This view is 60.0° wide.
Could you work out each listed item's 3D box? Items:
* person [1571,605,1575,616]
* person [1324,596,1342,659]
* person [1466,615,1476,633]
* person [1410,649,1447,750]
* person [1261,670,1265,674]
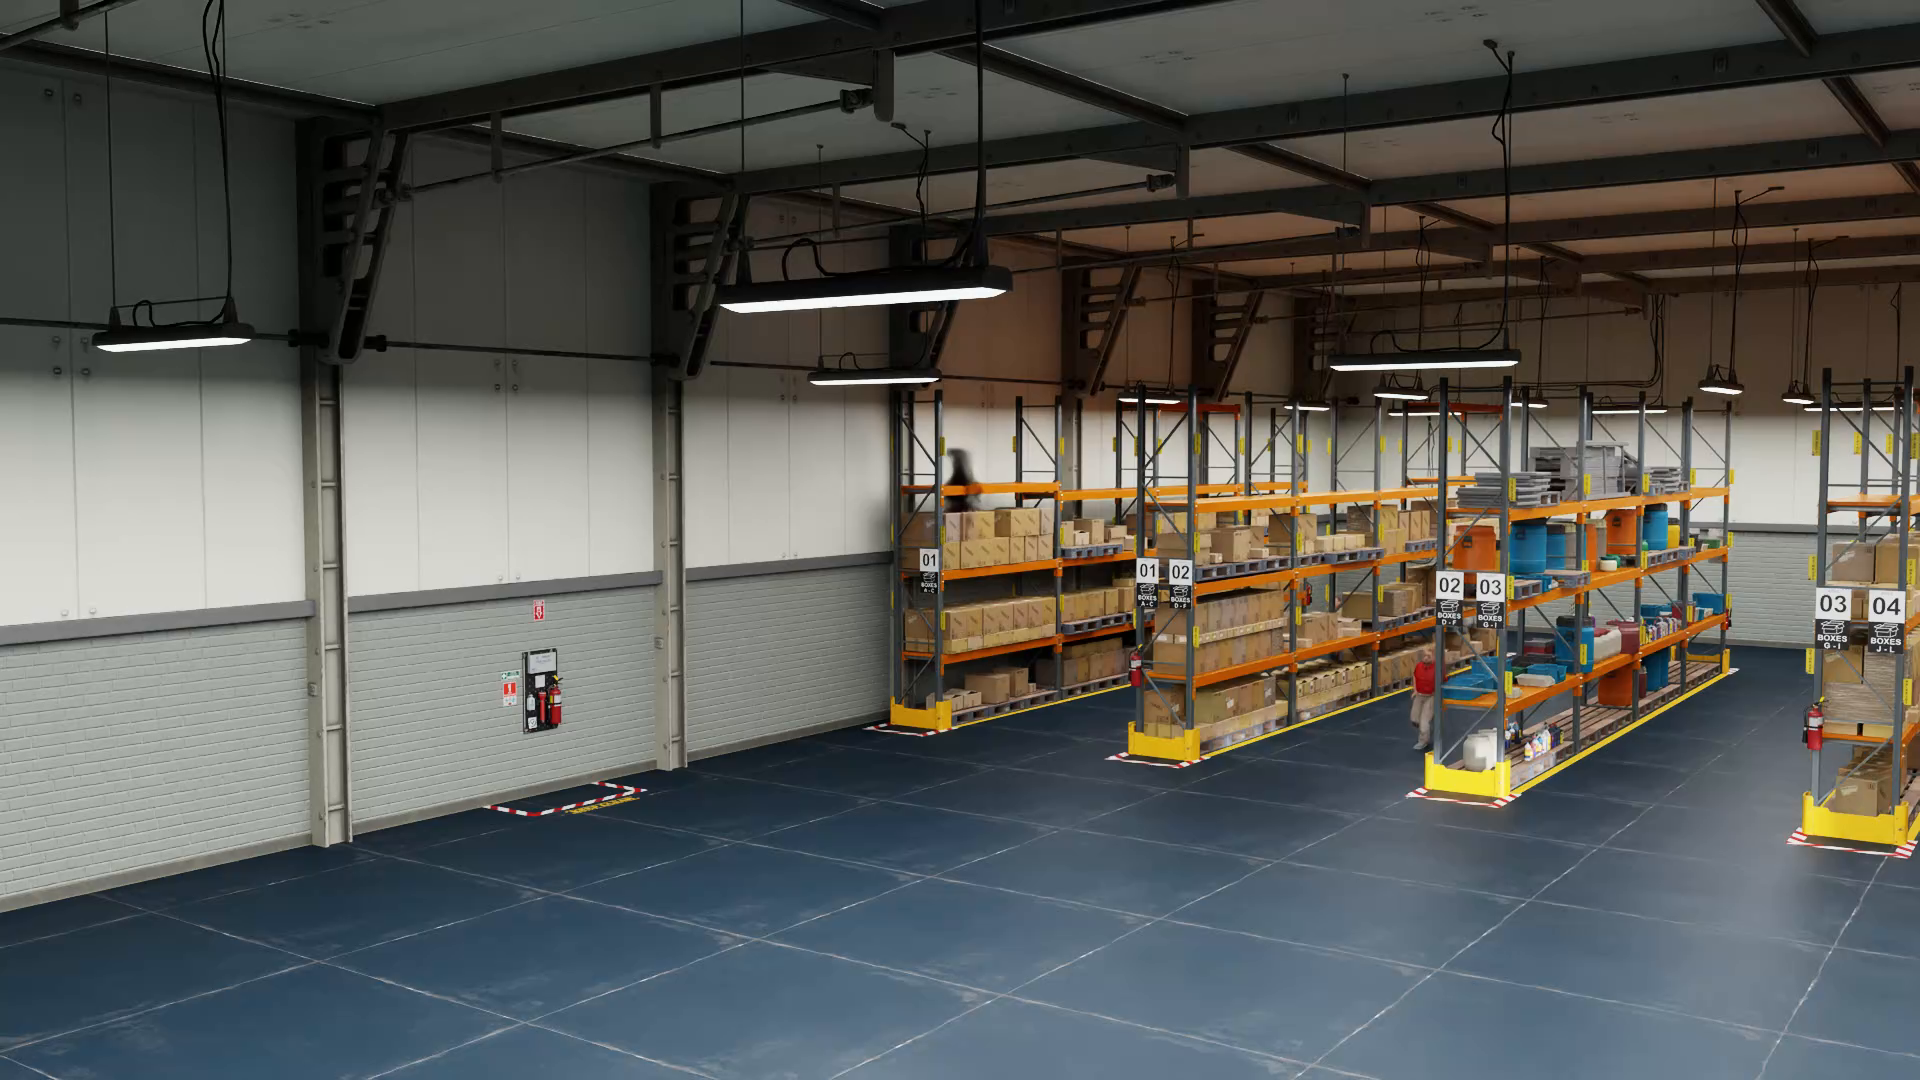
[{"bbox_3d":[12.805,2.187,34.580,0.684,1.705,0.801,3,4,43],"label":"person"},{"bbox_3d":[8.610,2.068,38.089,0.566,1.595,0.674,1,3,18],"label":"person"},{"bbox_3d":[13.440,1.820,43.310,0.597,1.498,0.801,0,3,-7],"label":"person"},{"bbox_3d":[7.783,2.667,27.511,0.550,1.600,0.661,-3,4,-41],"label":"person"},{"bbox_3d":[6.187,2.200,34.728,0.662,1.707,0.693,2,4,35],"label":"person"}]
